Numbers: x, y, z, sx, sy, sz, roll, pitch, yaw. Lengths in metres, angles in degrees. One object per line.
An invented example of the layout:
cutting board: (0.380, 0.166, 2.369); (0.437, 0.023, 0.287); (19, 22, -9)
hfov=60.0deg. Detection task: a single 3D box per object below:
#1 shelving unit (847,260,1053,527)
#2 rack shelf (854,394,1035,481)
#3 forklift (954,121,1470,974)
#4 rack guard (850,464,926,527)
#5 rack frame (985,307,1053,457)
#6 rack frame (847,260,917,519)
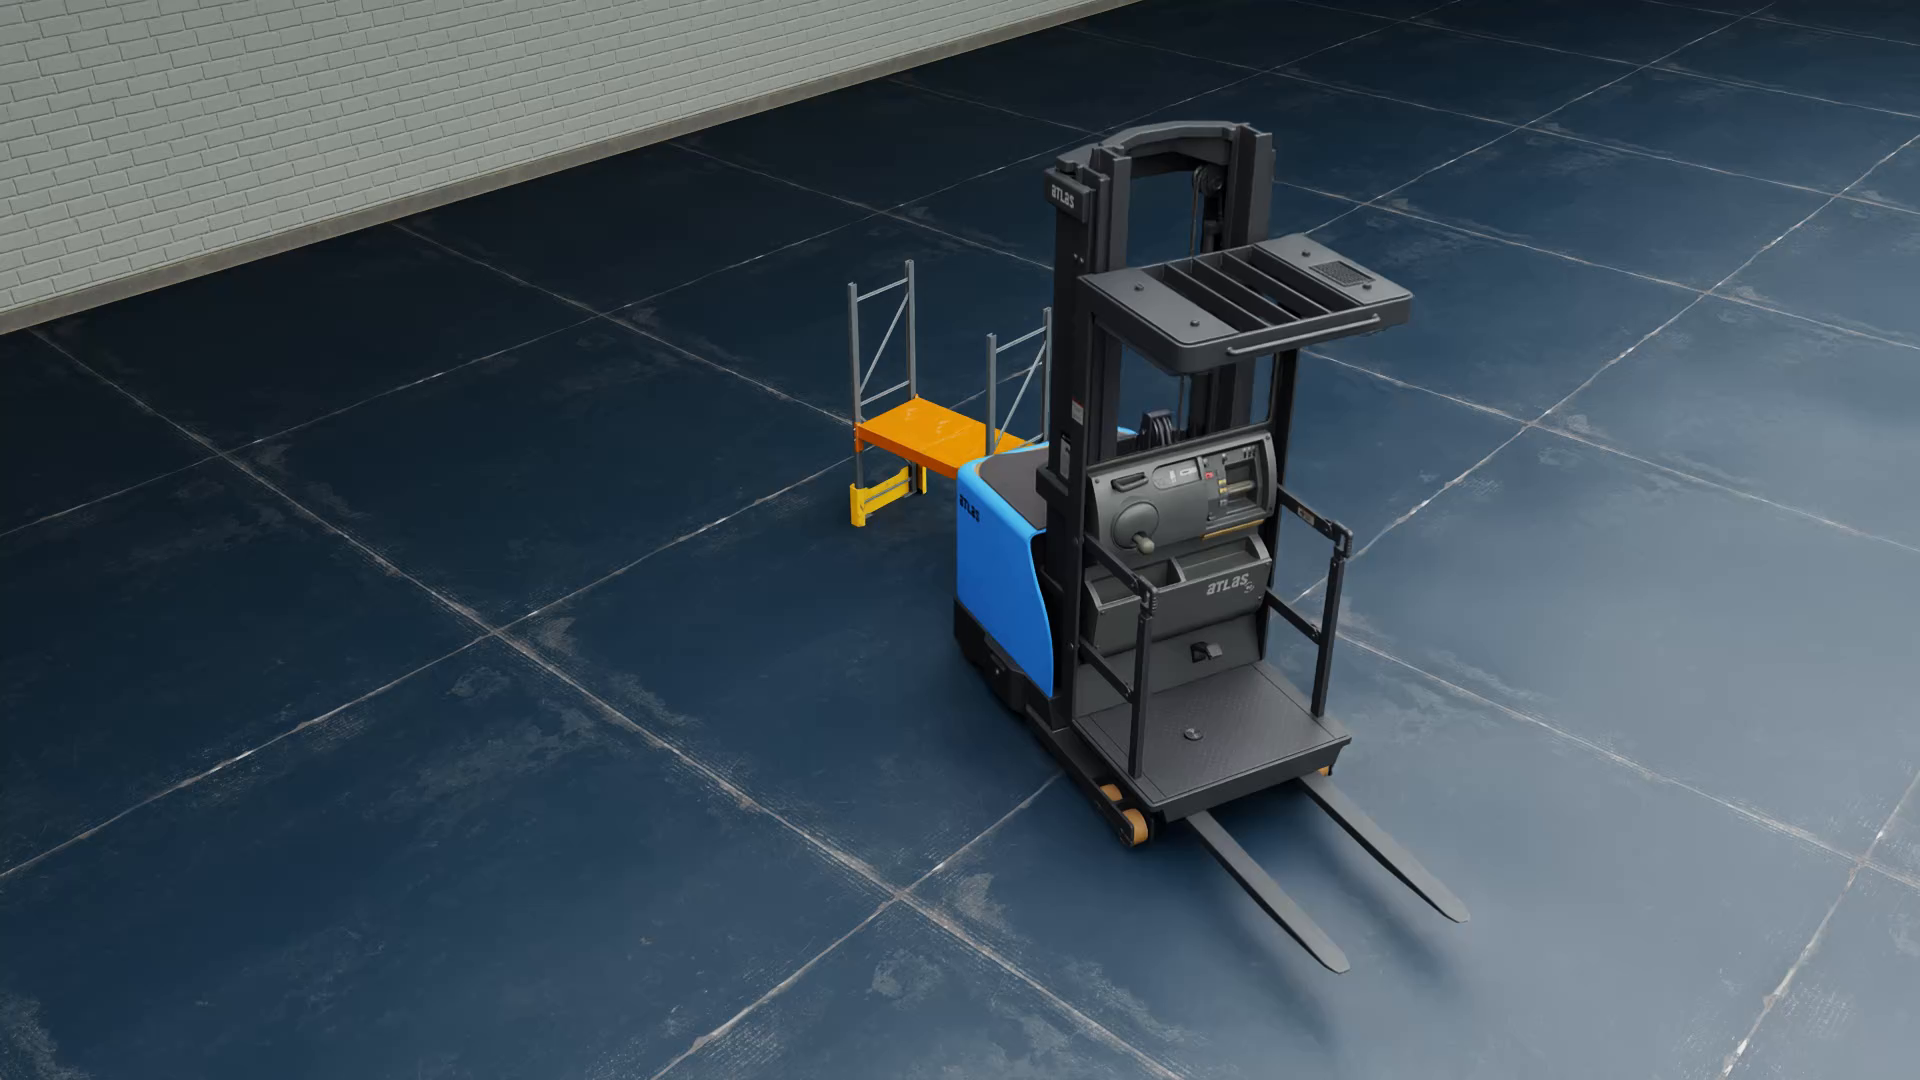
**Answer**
shelving unit: (-0.057, -0.669, 9.352); (1.083, 1.500, 0.587); (25, 39, 35)
rack shelf: (-0.063, -0.518, 9.449); (1.000, 0.185, 0.538); (25, 39, 35)
forklift: (1.084, -0.153, 7.107); (1.130, 2.935, 3.031); (-15, 34, -23)
rack guard: (-0.426, -0.306, 9.960); (0.087, 0.250, 0.587); (25, 39, 35)
rack frame: (0.314, -0.496, 9.064); (0.032, 1.500, 0.500); (25, 39, 35)
rack frame: (-0.440, -0.848, 9.649); (0.032, 1.500, 0.500); (25, 39, 35)
